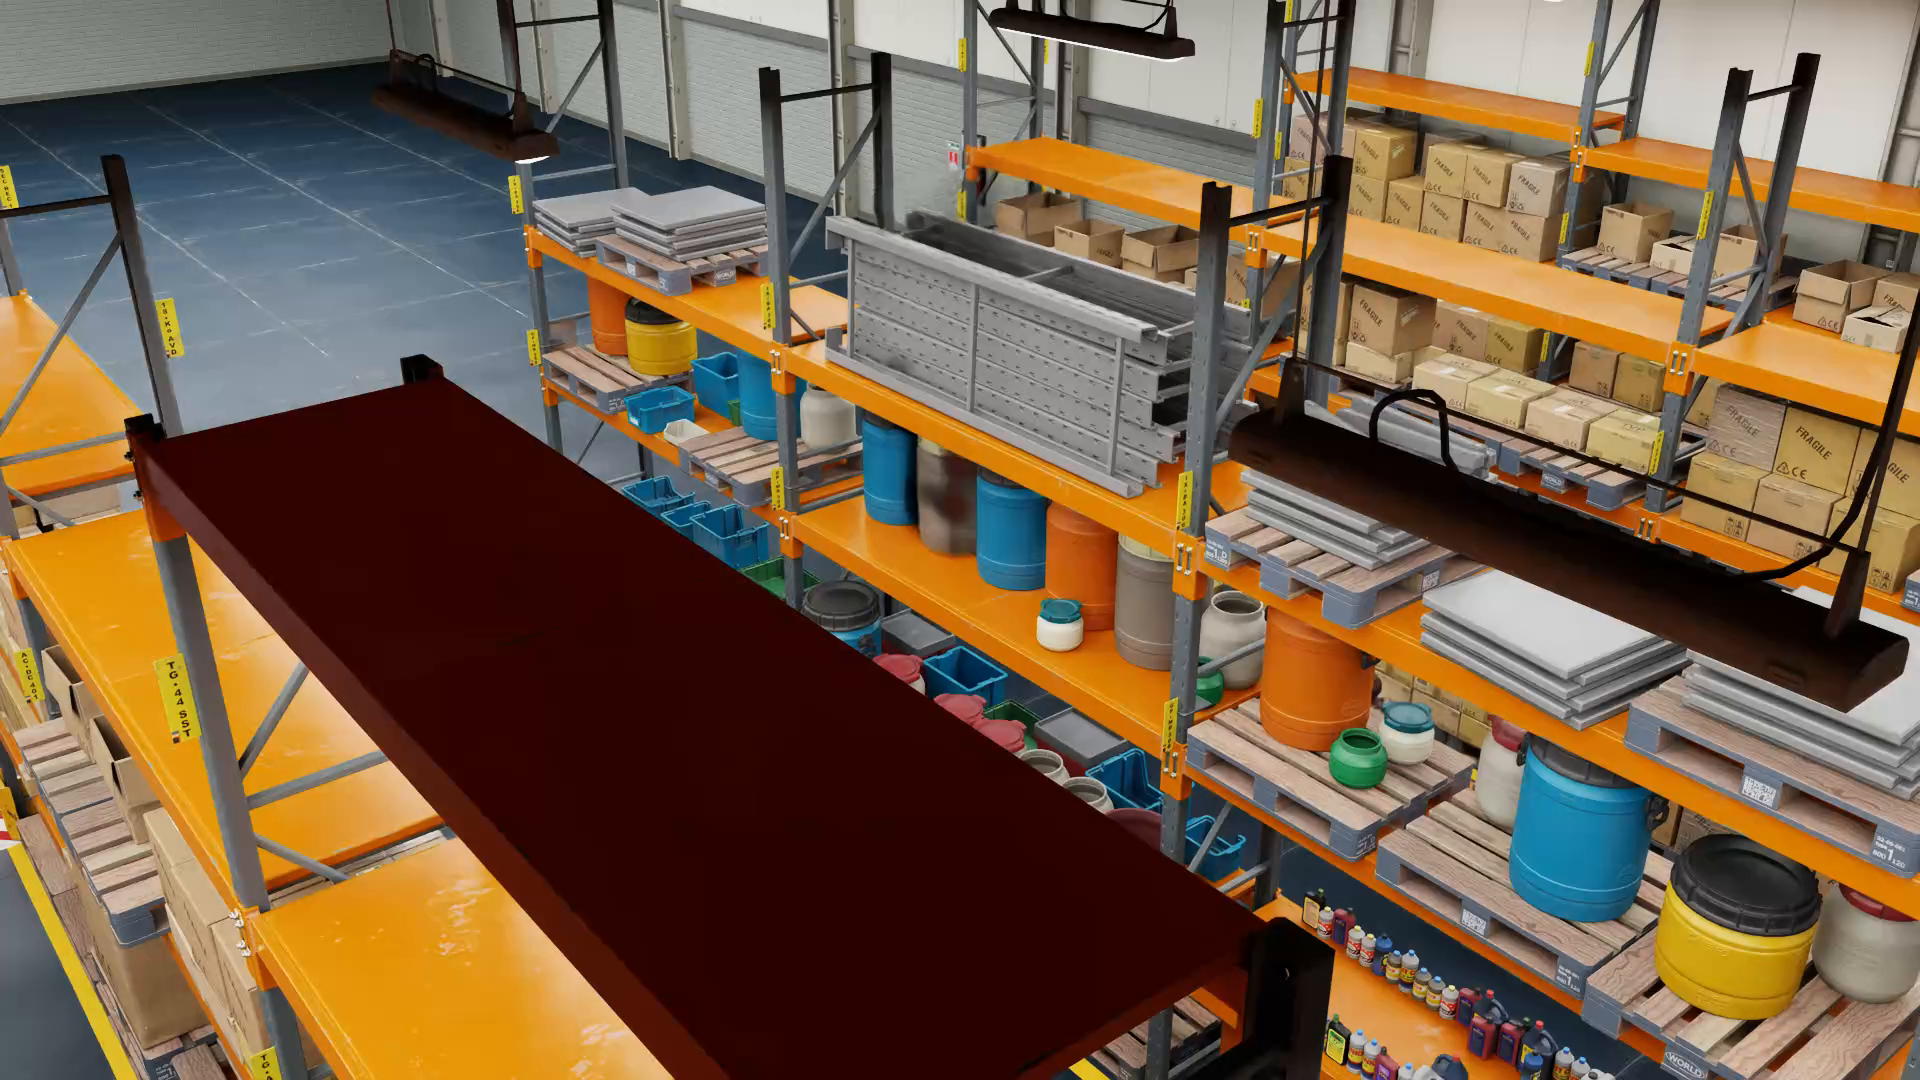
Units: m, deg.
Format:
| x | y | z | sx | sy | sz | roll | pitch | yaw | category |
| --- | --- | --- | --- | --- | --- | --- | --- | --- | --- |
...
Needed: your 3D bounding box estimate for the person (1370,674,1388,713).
| x | y | z | sx | sy | sz | roll | pitch | yaw | category |
| --- | --- | --- | --- | --- | --- | --- | --- | --- | --- |
| 2.938 | 1.695 | 12.263 | 0.594 | 1.635 | 0.504 | -23 | 34 | -39 | person |
